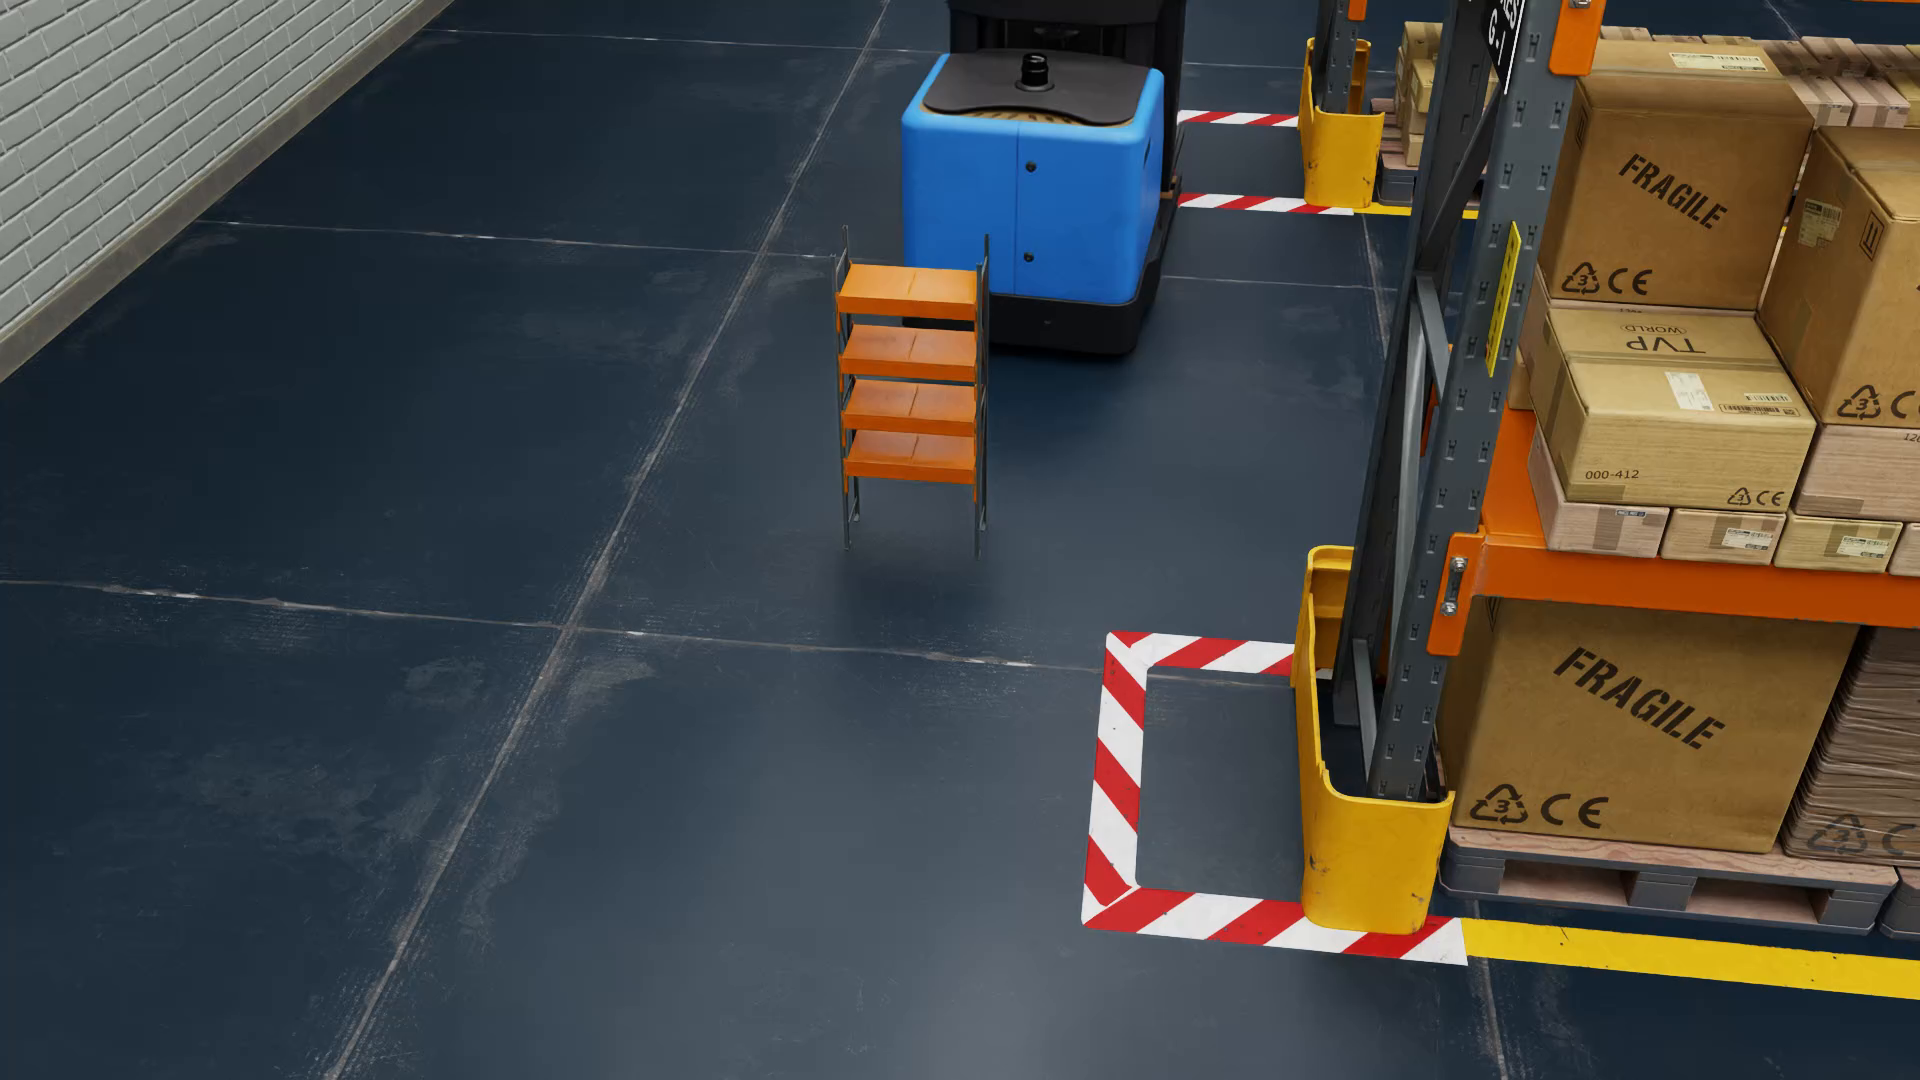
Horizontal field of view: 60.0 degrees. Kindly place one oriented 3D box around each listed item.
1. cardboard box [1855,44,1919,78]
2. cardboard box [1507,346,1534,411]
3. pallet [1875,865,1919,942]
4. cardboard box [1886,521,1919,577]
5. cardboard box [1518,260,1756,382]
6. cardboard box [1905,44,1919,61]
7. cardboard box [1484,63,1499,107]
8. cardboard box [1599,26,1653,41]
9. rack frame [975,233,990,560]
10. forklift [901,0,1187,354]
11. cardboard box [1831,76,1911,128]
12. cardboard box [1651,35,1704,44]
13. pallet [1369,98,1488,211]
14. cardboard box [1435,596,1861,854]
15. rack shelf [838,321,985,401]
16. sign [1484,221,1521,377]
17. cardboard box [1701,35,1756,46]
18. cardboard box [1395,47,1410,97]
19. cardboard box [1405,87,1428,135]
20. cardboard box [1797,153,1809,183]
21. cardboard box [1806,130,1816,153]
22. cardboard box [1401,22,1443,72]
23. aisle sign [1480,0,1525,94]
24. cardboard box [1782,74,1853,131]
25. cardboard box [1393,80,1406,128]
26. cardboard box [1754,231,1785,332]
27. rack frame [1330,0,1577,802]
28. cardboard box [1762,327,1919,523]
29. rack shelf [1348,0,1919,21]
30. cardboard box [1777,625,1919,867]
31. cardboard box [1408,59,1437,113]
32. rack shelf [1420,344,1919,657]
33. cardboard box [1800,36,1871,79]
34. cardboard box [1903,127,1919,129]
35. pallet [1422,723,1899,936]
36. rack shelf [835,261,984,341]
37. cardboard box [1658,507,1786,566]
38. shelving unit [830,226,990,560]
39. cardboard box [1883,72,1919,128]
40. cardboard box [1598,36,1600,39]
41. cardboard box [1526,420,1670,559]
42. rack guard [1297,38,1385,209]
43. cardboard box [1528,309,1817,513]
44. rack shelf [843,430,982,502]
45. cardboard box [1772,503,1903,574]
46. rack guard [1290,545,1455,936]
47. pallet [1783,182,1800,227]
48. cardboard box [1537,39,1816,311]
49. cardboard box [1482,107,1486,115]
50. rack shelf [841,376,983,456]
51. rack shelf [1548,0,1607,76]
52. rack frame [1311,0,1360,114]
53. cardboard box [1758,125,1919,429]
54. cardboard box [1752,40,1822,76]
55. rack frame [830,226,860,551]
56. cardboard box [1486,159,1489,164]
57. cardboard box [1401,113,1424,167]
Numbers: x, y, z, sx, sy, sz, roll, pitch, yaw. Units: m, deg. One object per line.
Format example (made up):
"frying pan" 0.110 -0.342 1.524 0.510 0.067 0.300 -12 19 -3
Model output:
"cardboard box" 4.842 -2.453 8.685 0.250 0.149 0.380 3 36 5
"cardboard box" 1.637 -0.511 4.600 0.250 0.149 0.380 5 36 7
"pallet" 3.252 0.791 4.960 1.213 0.211 1.003 4 36 6
"cardboard box" 2.320 -0.075 3.990 0.250 0.149 0.380 4 36 5
"cardboard box" 1.757 -0.627 4.419 0.500 0.250 0.500 4 36 5
"cardboard box" 5.104 -2.446 8.676 0.250 0.149 0.380 4 36 5
"cardboard box" 2.739 -2.367 8.565 0.250 0.149 0.380 5 36 7
"cardboard box" 3.569 -2.618 8.917 0.250 0.149 0.380 6 36 8
"rack frame" 0.078 -0.483 5.893 0.015 1.200 0.240 4 36 6
"forklift" 0.545 -2.856 7.728 1.130 2.935 3.031 7 36 10
"cardboard box" 4.522 -2.174 8.295 0.250 0.149 0.380 3 36 4
"cardboard box" 3.816 -2.535 8.800 0.250 0.149 0.380 3 36 4
"pallet" 2.851 -2.079 8.981 1.213 0.211 1.003 4 36 6
"cardboard box" 1.887 0.246 4.791 0.875 0.875 0.875 4 36 6
"rack shelf" -0.164 -0.628 5.828 0.480 0.148 0.258 4 36 6
"sign" 1.166 -0.515 3.576 0.005 0.325 0.100 4 36 6
"cardboard box" 4.080 -2.532 8.796 0.250 0.149 0.380 4 36 6
"cardboard box" 2.534 -2.557 9.087 0.250 0.149 0.380 3 36 5
"cardboard box" 2.461 -2.245 8.650 0.250 0.149 0.380 6 36 8
"cardboard box" 4.233 -1.982 8.537 0.250 0.149 0.380 5 36 7
"cardboard box" 4.296 -2.112 8.464 0.250 0.149 0.380 3 36 4
"cardboard box" 2.532 -2.659 8.975 0.250 0.149 0.380 5 36 7
"aisle sign" 1.133 -1.340 3.308 0.004 0.787 0.394 4 36 6
"cardboard box" 4.253 -2.187 8.313 0.250 0.149 0.380 3 36 4
"cardboard box" 2.523 -2.392 9.112 0.250 0.149 0.380 5 36 7
"cardboard box" 2.260 -0.589 4.366 0.500 0.250 0.500 4 36 5
"rack frame" 1.242 -0.450 4.298 0.127 3.000 1.000 4 36 6
"cardboard box" 2.200 -0.284 3.939 0.500 0.250 0.500 4 36 5
"rack shelf" 3.958 -2.859 8.293 4.000 0.370 1.077 4 36 6
"cardboard box" 2.790 0.313 4.697 0.875 0.875 0.875 4 36 6
"cardboard box" 2.451 -2.318 8.496 0.250 0.149 0.380 3 36 4
"rack shelf" 3.226 -0.009 4.299 4.000 0.370 1.077 4 36 6
"cardboard box" 4.600 -2.518 8.777 0.250 0.149 0.380 5 36 7
"cardboard box" 4.815 -2.073 8.409 0.250 0.149 0.380 5 36 6
"pallet" 2.045 0.700 5.088 1.213 0.211 1.003 4 36 6
"rack shelf" -0.164 -0.820 5.690 0.480 0.148 0.258 4 36 6
"cardboard box" 1.807 -0.113 4.042 0.250 0.149 0.380 4 36 5
"shelving unit" -0.164 -0.501 5.919 0.503 1.200 0.258 4 36 6
"cardboard box" 4.802 -2.207 8.341 0.250 0.149 0.380 5 36 7
"cardboard box" 3.295 -2.606 8.900 0.250 0.149 0.380 3 36 4
"cardboard box" 1.552 -0.131 4.067 0.250 0.149 0.380 5 36 6
"rack guard" 2.050 -2.277 9.010 0.348 0.500 1.175 4 36 6
"cardboard box" 1.684 -0.318 3.987 0.500 0.250 0.500 3 36 5
"rack shelf" -0.164 -0.284 6.073 0.480 0.148 0.258 4 36 6
"cardboard box" 2.061 -0.094 4.016 0.250 0.149 0.380 3 36 5
"rack guard" 1.218 0.566 5.026 0.348 0.500 1.175 4 36 6
"pallet" 4.058 -1.987 8.853 1.213 0.211 1.003 4 36 6
"cardboard box" 1.759 -0.930 4.199 0.500 0.500 0.500 5 36 7
"cardboard box" 2.726 -2.192 8.576 0.250 0.149 0.380 4 36 6
"rack shelf" -0.164 -0.446 5.958 0.480 0.148 0.258 4 36 6
"rack shelf" 3.226 -1.230 3.428 4.000 0.370 1.077 4 36 6
"rack frame" 1.974 -3.300 8.292 0.127 3.000 1.000 4 36 6
"cardboard box" 2.180 -0.587 3.717 0.500 0.500 0.500 3 36 5
"cardboard box" 4.319 -2.491 8.739 0.250 0.149 0.380 3 36 4
"rack frame" -0.406 -0.519 5.944 0.015 1.200 0.240 4 36 6
"cardboard box" 2.723 -2.115 8.724 0.250 0.149 0.380 4 36 6
"cardboard box" 2.453 -2.087 8.685 0.250 0.149 0.380 5 36 7
